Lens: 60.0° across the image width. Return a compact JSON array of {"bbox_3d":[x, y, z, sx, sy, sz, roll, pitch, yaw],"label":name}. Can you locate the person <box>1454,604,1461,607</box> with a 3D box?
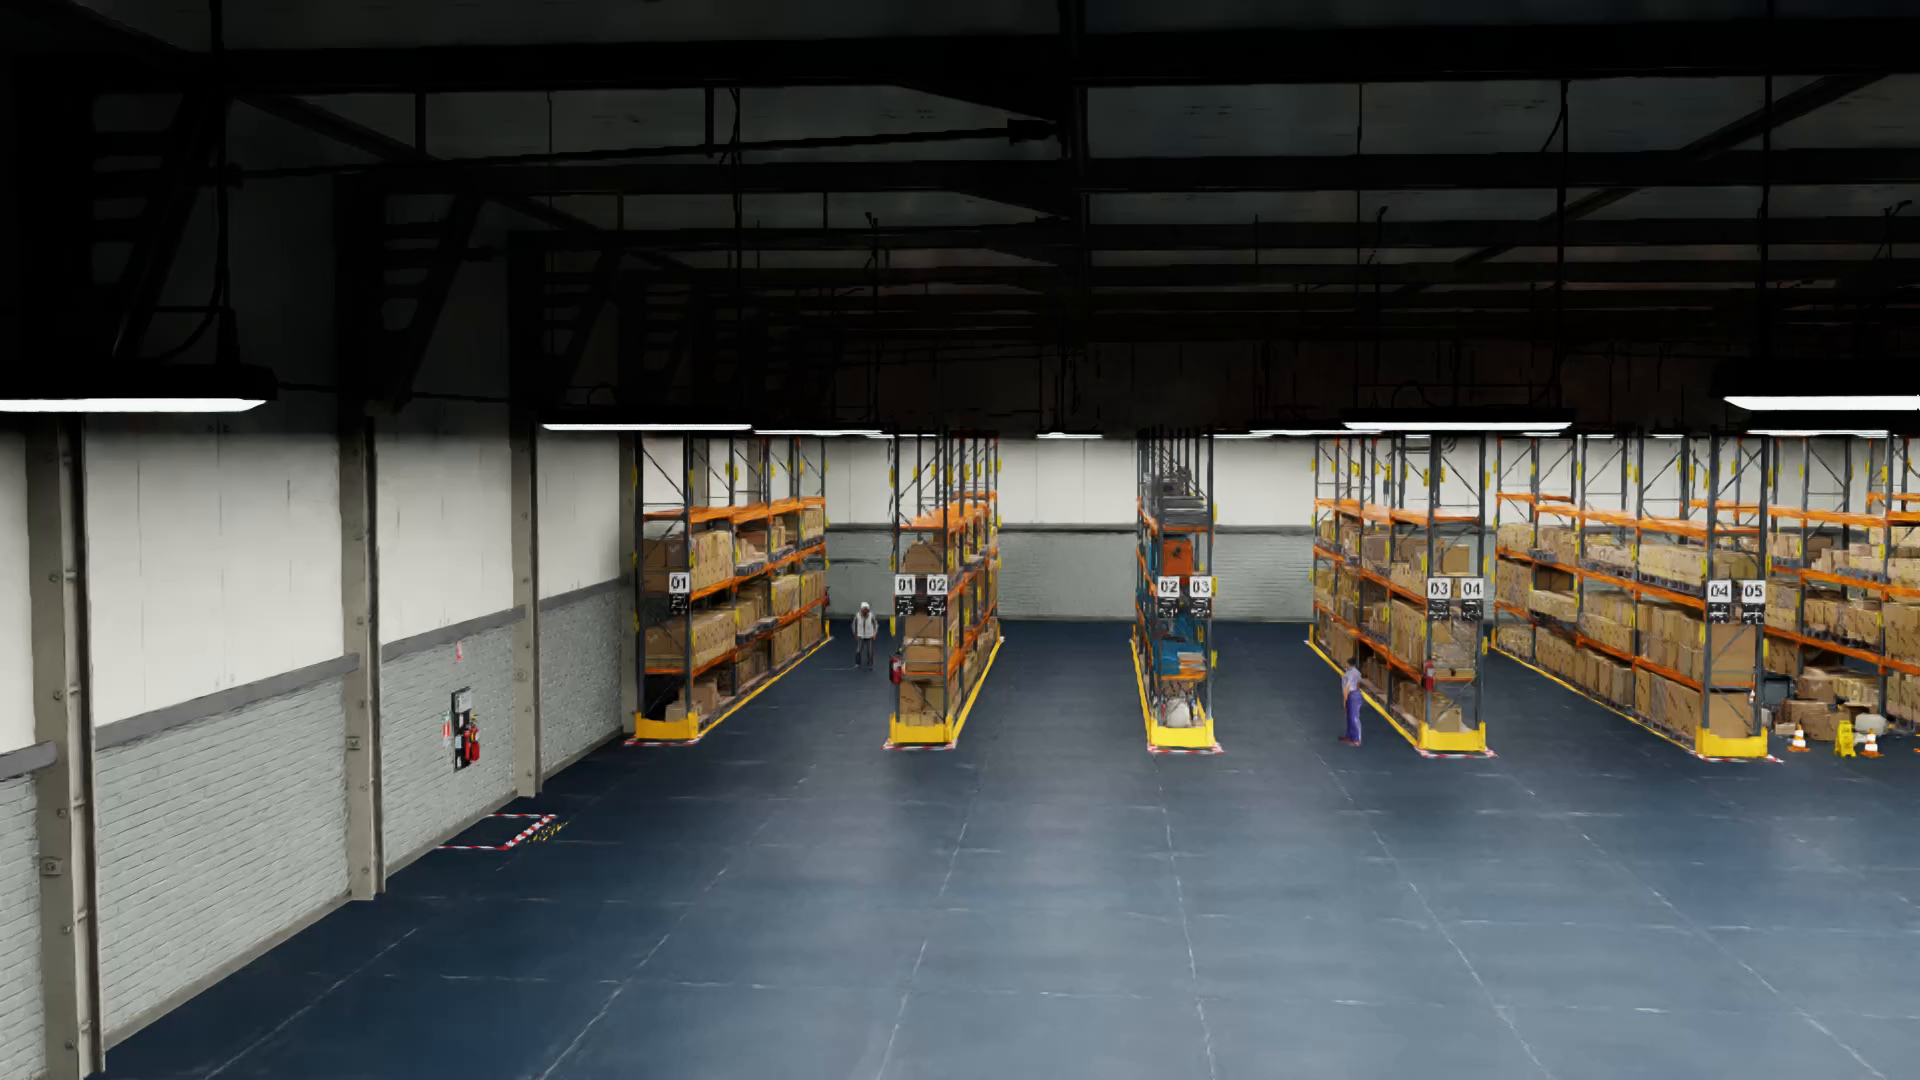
[{"bbox_3d":[14.974,1.918,49.763,0.447,1.605,1.017,1,4,14],"label":"person"}]

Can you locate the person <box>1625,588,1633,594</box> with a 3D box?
[{"bbox_3d":[18.077,2.137,44.987,0.641,1.760,0.750,0,3,7],"label":"person"}]

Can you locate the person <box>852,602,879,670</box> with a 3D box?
[{"bbox_3d":[-2.362,2.383,41.372,0.677,1.725,0.574,0,3,2],"label":"person"}]

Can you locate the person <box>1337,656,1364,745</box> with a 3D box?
[{"bbox_3d":[7.365,3.009,31.385,0.554,1.629,0.605,2,4,31],"label":"person"}]

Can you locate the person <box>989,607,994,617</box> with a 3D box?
[{"bbox_3d":[0.693,1.997,48.880,0.600,1.589,0.472,-3,5,-41],"label":"person"}]
